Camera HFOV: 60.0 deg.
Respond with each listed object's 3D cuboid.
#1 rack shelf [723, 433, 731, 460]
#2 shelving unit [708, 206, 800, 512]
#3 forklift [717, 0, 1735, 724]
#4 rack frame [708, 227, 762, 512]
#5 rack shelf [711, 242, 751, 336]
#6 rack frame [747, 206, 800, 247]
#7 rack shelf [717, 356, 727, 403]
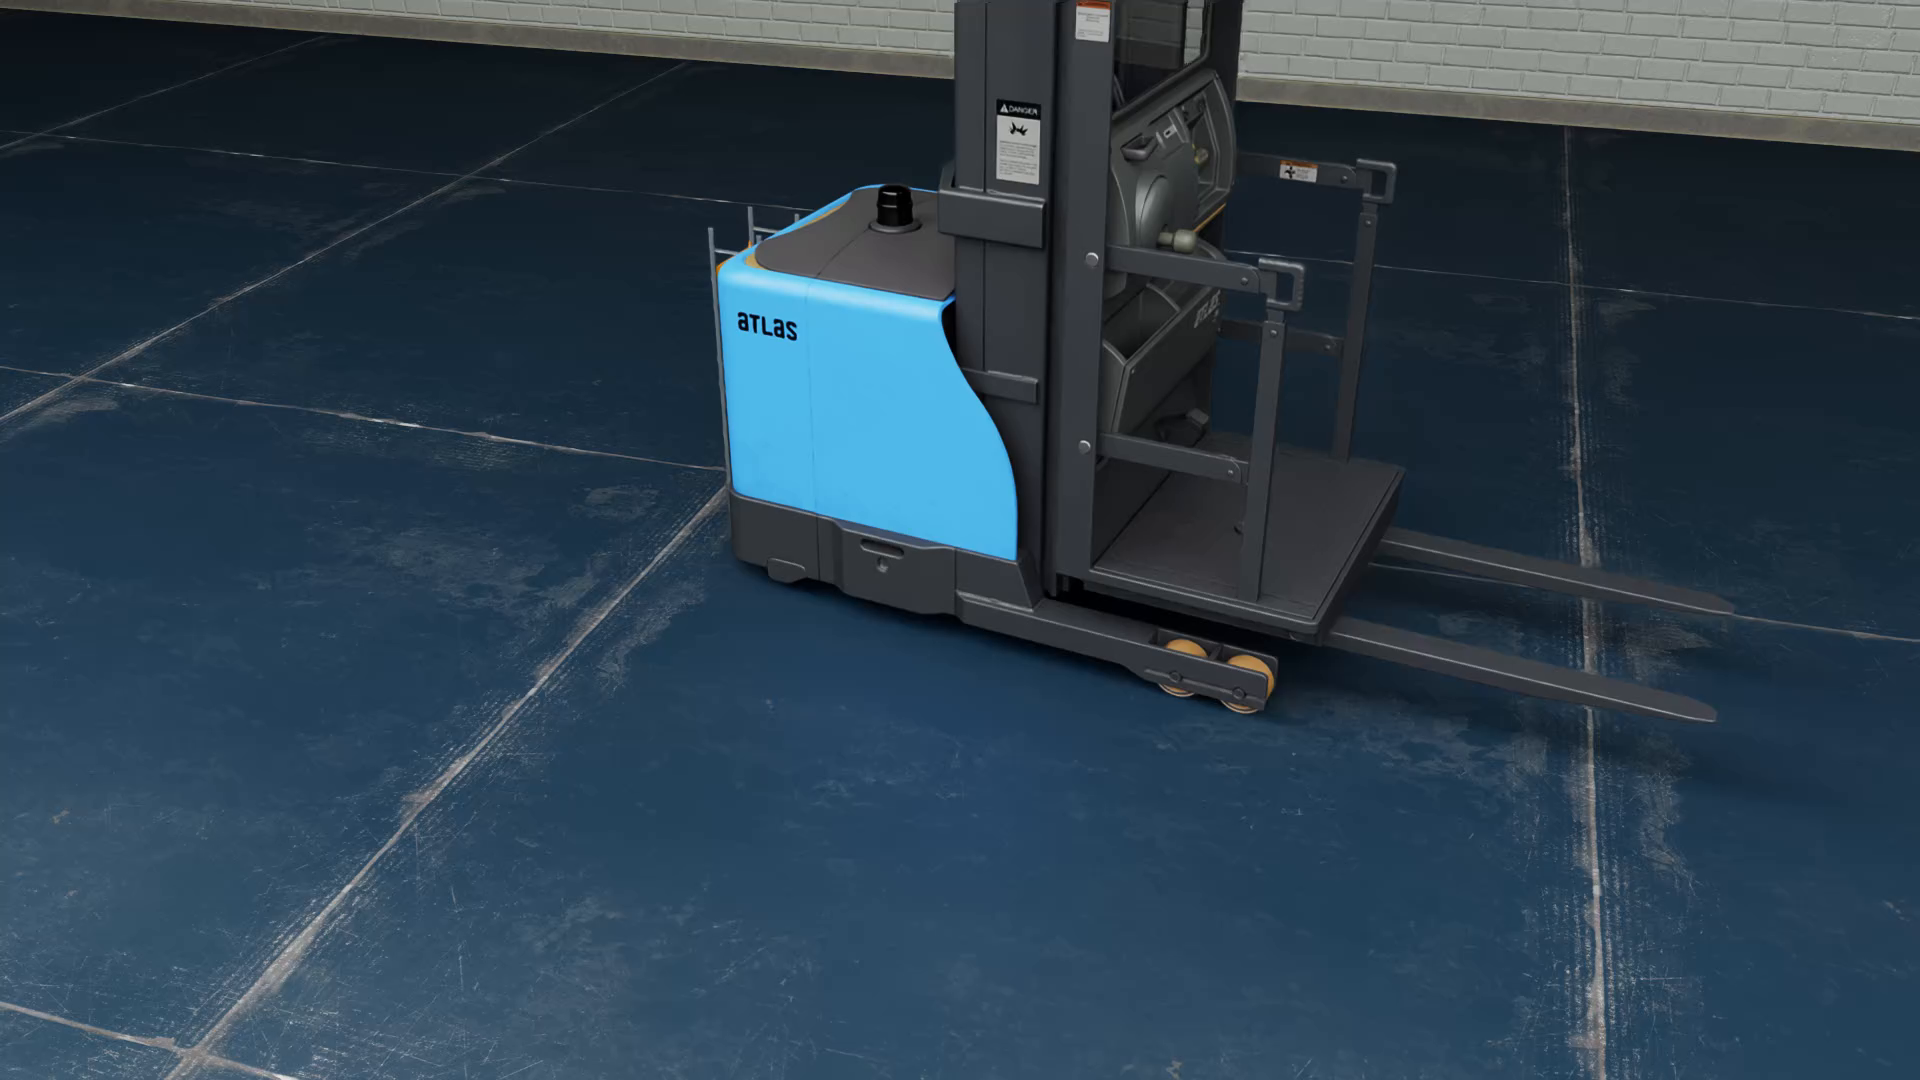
[{"bbox_3d":[-0.678,-0.340,5.876,0.215,0.259,0.240,13,32,22],"label":"rack shelf"},{"bbox_3d":[-0.678,-0.593,5.735,0.215,1.050,0.252,13,32,22],"label":"shelving unit"},{"bbox_3d":[0.797,-1.071,4.661,3.031,2.935,1.130,13,32,23],"label":"forklift"},{"bbox_3d":[-0.730,-0.539,5.639,0.200,1.050,0.008,13,32,22],"label":"rack frame"},{"bbox_3d":[-0.678,-0.831,5.603,0.215,0.259,0.240,13,32,22],"label":"rack shelf"},{"bbox_3d":[-0.626,-0.646,5.832,0.200,1.050,0.008,13,32,22],"label":"rack frame"},{"bbox_3d":[-0.678,-0.583,5.740,0.215,0.259,0.240,13,32,22],"label":"rack shelf"}]
